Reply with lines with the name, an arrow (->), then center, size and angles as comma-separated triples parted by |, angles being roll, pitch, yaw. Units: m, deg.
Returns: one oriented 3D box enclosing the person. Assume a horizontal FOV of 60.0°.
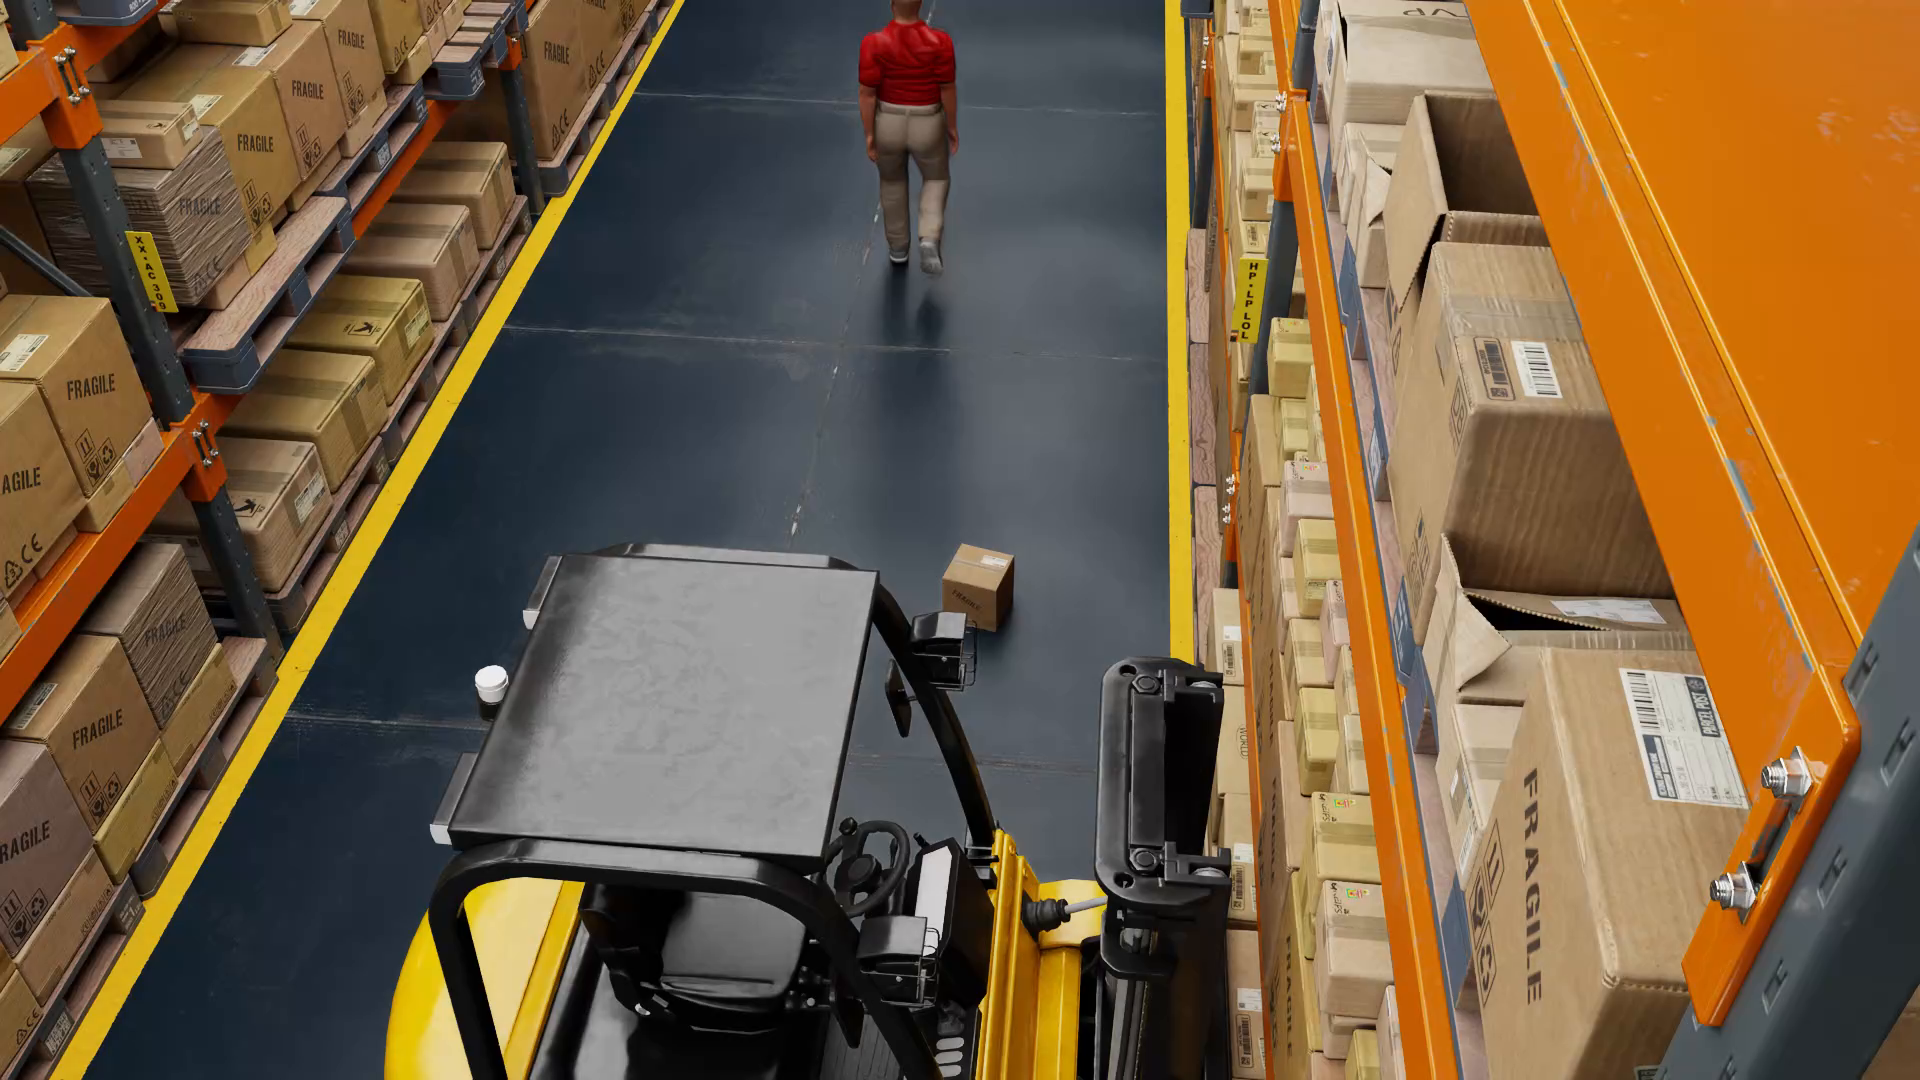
person -> -0.275, -2.257, 9.145 | 0.539, 1.705, 0.663 | 0, 40, 0
